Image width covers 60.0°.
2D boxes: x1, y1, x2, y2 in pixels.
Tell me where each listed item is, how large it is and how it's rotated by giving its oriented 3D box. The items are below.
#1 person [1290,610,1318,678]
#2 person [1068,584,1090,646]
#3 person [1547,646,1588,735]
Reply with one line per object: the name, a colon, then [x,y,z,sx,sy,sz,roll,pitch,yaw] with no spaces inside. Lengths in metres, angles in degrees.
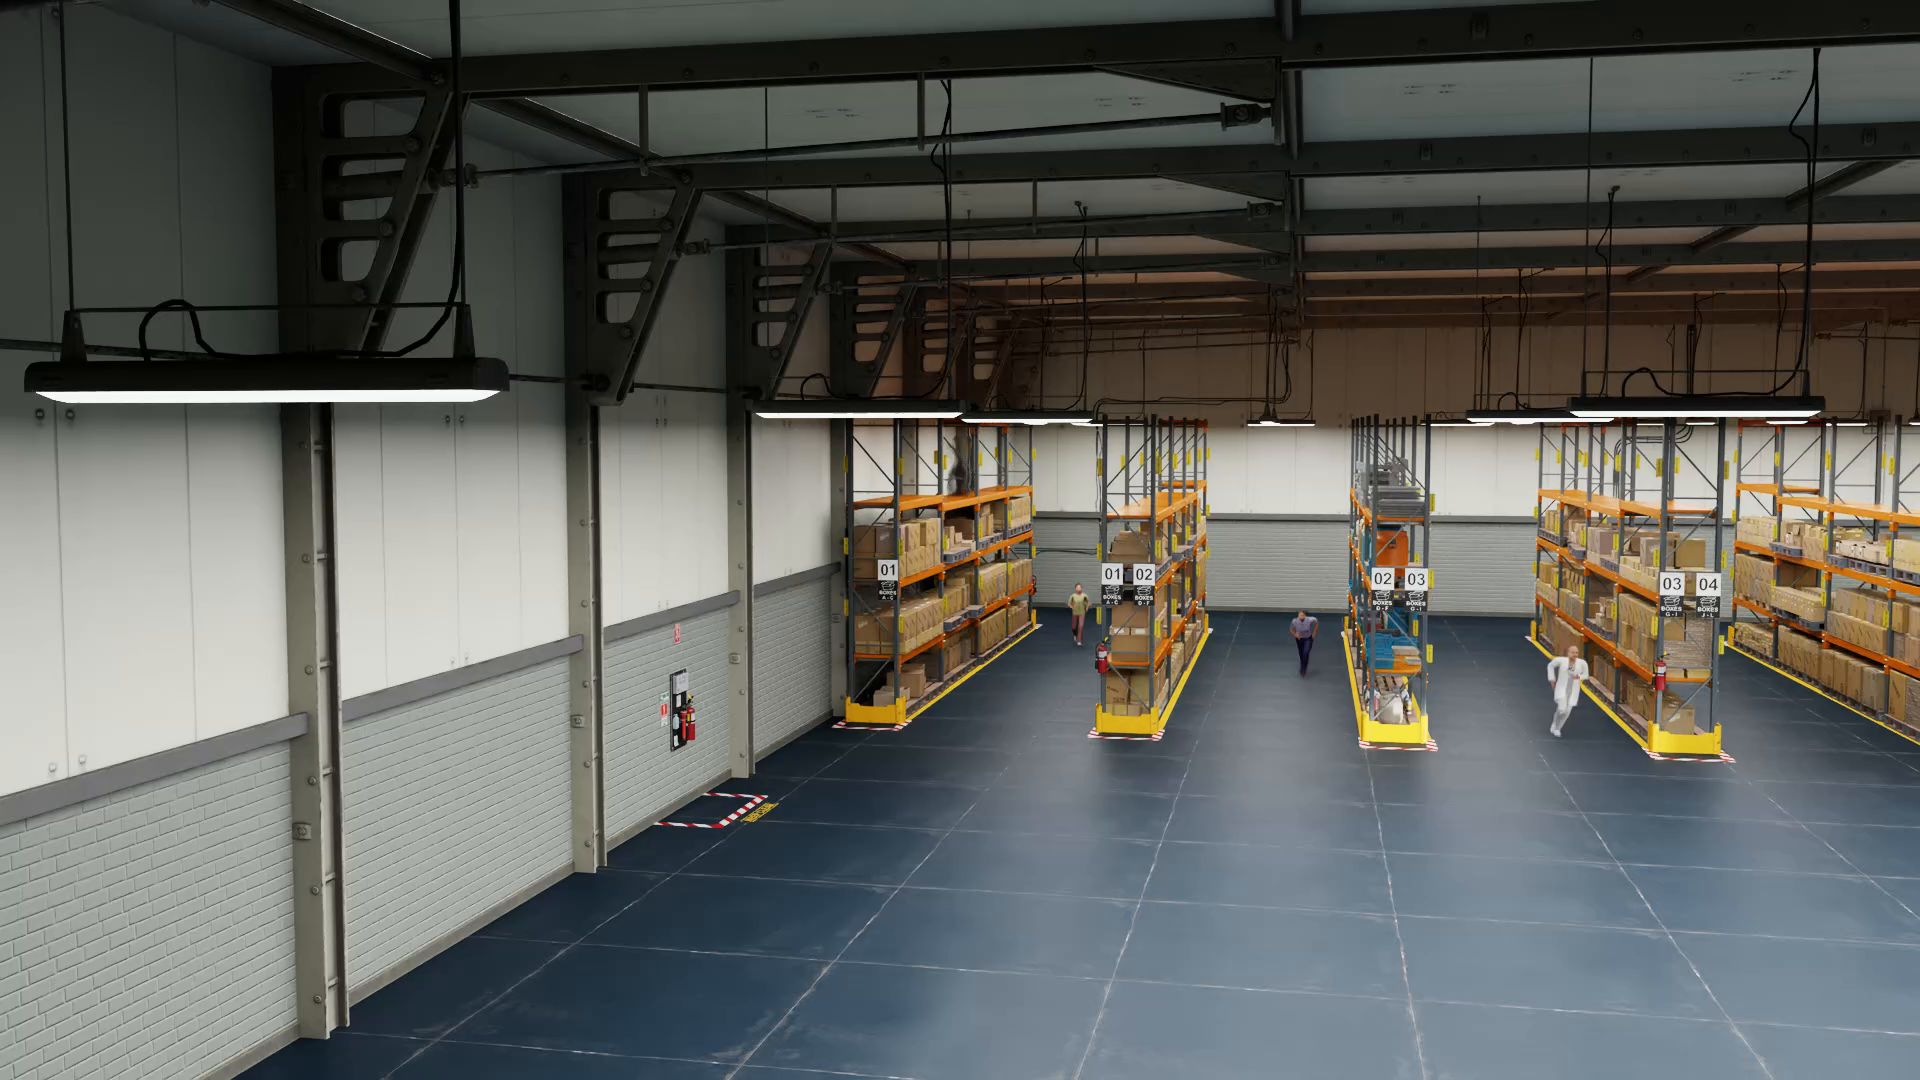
person: [8.016,2.390,38.726,0.647,1.612,0.971,1,4,16]
person: [3.161,1.970,44.115,0.588,1.628,0.758,0,4,5]
person: [11.301,2.800,30.905,0.667,1.701,0.732,0,4,3]
